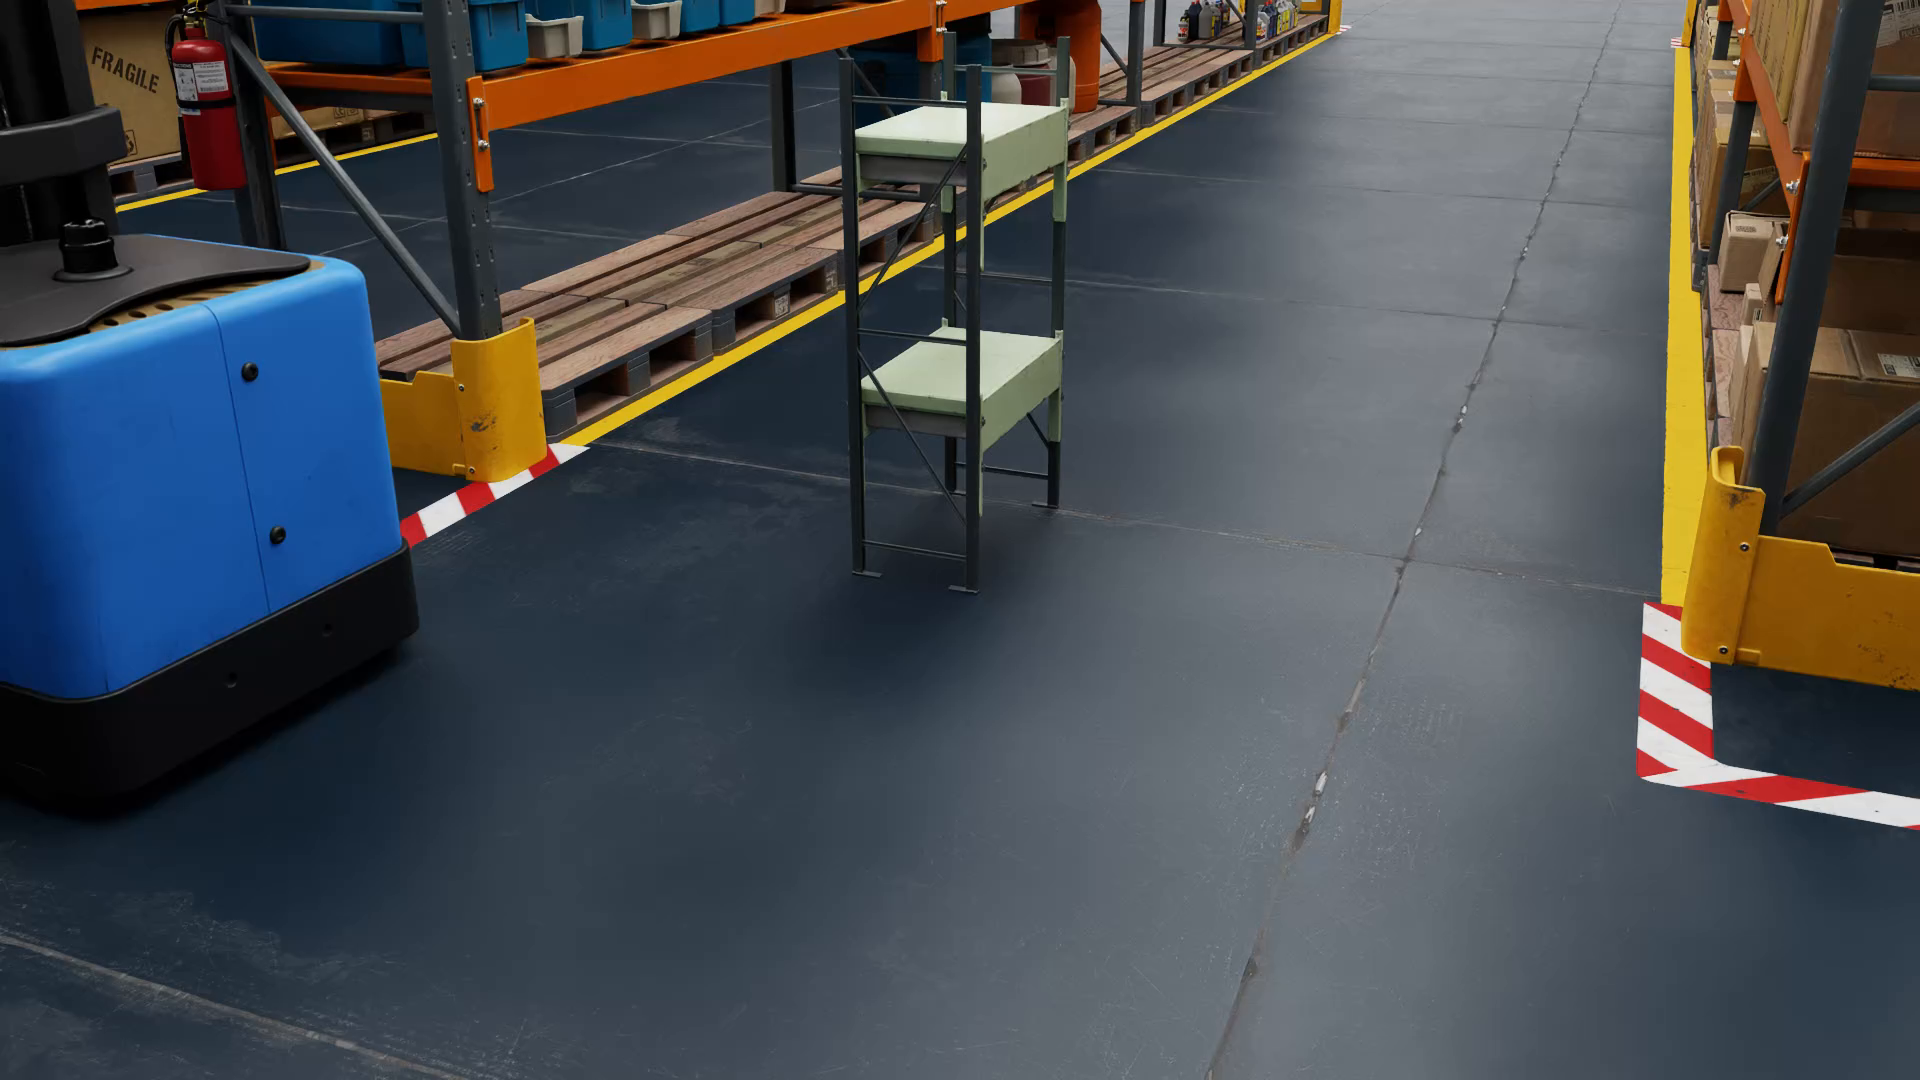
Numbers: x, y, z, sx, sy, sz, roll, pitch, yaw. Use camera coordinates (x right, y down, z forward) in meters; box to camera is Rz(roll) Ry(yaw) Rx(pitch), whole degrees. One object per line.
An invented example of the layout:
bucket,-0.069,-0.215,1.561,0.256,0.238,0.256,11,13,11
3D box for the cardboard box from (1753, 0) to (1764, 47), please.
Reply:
cardboard box,3.384,-2.168,6.418,0.500,0.500,0.500,9,24,21

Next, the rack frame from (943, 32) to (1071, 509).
rack frame,0.138,-0.825,5.280,0.400,1.500,0.023,9,24,20

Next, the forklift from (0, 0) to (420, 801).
forklift,-3.019,-1.134,4.161,3.031,2.935,1.130,10,25,23

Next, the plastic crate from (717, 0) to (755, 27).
plastic crate,-1.072,-2.298,6.999,0.416,0.233,0.300,9,24,20

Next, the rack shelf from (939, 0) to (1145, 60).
rack shelf,0.159,-3.543,10.774,1.077,0.370,4.000,9,24,20

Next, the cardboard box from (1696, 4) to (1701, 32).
cardboard box,8.065,-5.508,17.567,0.500,0.250,0.500,9,24,20

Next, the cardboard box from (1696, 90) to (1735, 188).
cardboard box,4.495,-2.253,9.425,0.500,0.500,0.500,8,24,18

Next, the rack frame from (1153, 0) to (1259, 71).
rack frame,2.387,-6.022,15.775,1.000,3.000,0.127,9,24,20

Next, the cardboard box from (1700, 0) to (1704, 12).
cardboard box,7.881,-5.675,16.994,0.500,0.500,0.500,9,24,20

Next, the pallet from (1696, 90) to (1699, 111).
pallet,6.748,-3.756,13.967,1.003,0.211,1.213,9,24,20

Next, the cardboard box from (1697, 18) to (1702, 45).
cardboard box,7.506,-4.971,16.283,0.500,0.250,0.500,9,24,20

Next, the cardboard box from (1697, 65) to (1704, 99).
cardboard box,6.034,-3.577,12.945,0.500,0.250,0.500,9,24,21

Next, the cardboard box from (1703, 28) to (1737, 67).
cardboard box,5.842,-3.654,12.401,0.500,0.311,0.500,9,24,20

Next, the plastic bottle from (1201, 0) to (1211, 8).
plastic bottle,2.550,-5.459,17.293,0.144,0.351,0.185,9,24,20

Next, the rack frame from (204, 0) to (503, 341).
rack frame,-2.070,-1.728,5.495,1.000,3.000,0.127,9,24,20

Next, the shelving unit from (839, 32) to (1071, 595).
shelving unit,0.002,-0.694,4.967,0.431,1.500,0.755,9,24,20

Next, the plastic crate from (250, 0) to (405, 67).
plastic crate,-2.119,-1.918,5.827,0.616,0.435,0.499,9,24,20

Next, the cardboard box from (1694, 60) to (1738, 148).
cardboard box,5.065,-2.808,10.753,0.500,0.500,0.500,10,25,22

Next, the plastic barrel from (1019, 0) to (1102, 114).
plastic barrel,0.736,-3.606,12.261,0.600,0.830,0.708,9,24,20

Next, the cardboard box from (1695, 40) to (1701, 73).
cardboard box,6.605,-4.128,14.263,0.500,0.250,0.500,8,24,19

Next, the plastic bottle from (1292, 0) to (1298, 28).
plastic bottle,3.572,-5.639,17.811,0.061,0.283,0.133,9,24,21

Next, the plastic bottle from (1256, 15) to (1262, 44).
plastic bottle,2.913,-5.017,16.339,0.097,0.271,0.097,0,23,0

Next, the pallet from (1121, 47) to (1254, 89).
pallet,2.132,-4.449,15.627,1.003,0.211,1.213,9,24,20

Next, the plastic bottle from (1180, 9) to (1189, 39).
plastic bottle,2.260,-5.191,16.739,0.061,0.283,0.133,10,25,23

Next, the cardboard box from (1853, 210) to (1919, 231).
cardboard box,4.065,-1.254,7.032,0.500,0.500,0.500,9,24,20

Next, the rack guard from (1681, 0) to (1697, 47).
rack guard,8.480,-5.598,18.004,1.175,0.500,0.348,9,24,20

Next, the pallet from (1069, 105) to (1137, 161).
pallet,0.647,-3.016,12.196,1.003,0.211,1.213,9,24,20

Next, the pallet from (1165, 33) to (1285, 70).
pallet,2.676,-4.970,16.874,1.003,0.211,1.213,9,24,20

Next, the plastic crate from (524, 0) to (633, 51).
plastic crate,-1.428,-1.955,6.178,0.416,0.233,0.300,9,24,20

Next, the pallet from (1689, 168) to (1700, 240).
pallet,4.732,-1.897,9.517,1.003,0.211,1.213,9,24,20

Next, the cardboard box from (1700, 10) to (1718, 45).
cardboard box,6.409,-4.205,13.720,0.500,0.311,0.500,8,24,19

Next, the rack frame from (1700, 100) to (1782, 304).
rack frame,4.013,-2.449,7.221,1.000,3.000,0.127,9,24,20

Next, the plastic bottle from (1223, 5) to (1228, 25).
plastic bottle,2.872,-5.724,18.122,0.097,0.201,0.097,0,23,0

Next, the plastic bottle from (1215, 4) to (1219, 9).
plastic bottle,2.655,-5.422,17.293,0.061,0.283,0.133,9,24,20

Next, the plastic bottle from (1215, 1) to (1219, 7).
plastic bottle,2.746,-5.635,17.817,0.097,0.271,0.097,0,23,0

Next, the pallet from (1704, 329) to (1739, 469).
pallet,3.306,-0.478,6.121,1.003,0.211,1.213,9,24,20

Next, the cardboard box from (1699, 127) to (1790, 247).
cardboard box,3.931,-1.716,8.139,0.500,0.500,0.500,9,24,20

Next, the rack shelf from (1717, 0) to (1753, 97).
rack shelf,4.756,-2.833,9.073,1.077,0.370,4.000,9,24,20

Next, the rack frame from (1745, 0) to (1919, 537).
rack frame,2.528,-1.017,3.794,1.000,3.000,0.127,9,24,20

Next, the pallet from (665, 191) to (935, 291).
pallet,-0.821,-1.604,8.816,1.003,0.211,1.213,9,24,20

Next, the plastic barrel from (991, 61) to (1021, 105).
plastic barrel,0.189,-2.840,10.840,0.421,0.512,0.421,0,23,0

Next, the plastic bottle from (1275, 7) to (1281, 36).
plastic bottle,3.243,-5.322,17.052,0.061,0.283,0.133,10,25,22

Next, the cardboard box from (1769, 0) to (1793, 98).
cardboard box,2.821,-1.627,5.123,0.500,0.500,0.500,9,24,20

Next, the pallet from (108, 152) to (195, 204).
pallet,-5.538,-2.321,10.532,1.003,0.211,1.213,9,24,20

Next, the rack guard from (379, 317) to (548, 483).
rack guard,-2.067,-0.564,5.952,1.175,0.500,0.348,9,24,20

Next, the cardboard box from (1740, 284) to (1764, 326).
cardboard box,3.345,-0.914,6.652,0.380,0.166,0.250,9,24,20

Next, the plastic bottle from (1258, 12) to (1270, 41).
plastic bottle,3.007,-5.139,16.625,0.152,0.276,0.135,10,25,22

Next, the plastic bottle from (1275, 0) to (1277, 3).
plastic bottle,3.380,-5.612,17.747,0.061,0.283,0.133,9,24,20

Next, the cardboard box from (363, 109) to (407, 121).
cardboard box,-4.633,-3.633,12.269,1.225,0.875,0.875,8,24,18

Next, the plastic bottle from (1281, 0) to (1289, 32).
plastic bottle,3.370,-5.518,17.436,0.144,0.351,0.185,10,25,22
